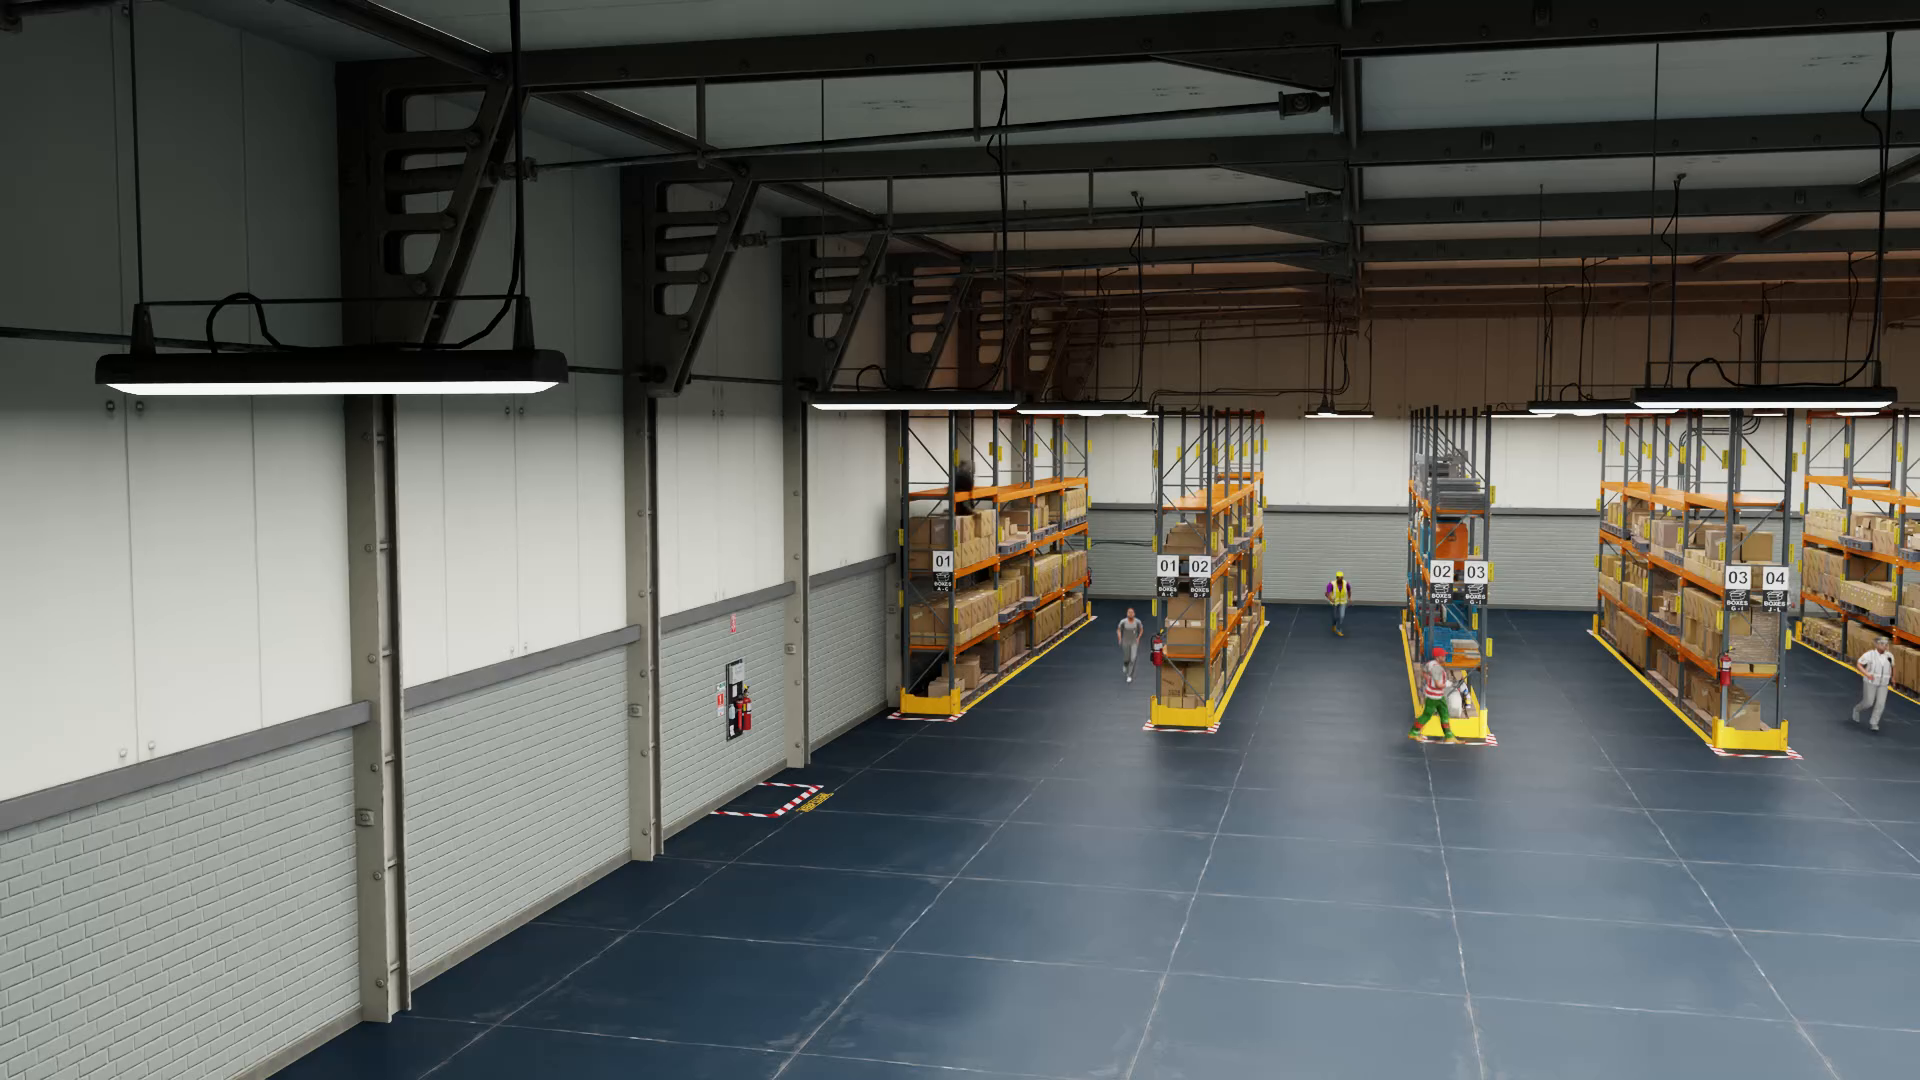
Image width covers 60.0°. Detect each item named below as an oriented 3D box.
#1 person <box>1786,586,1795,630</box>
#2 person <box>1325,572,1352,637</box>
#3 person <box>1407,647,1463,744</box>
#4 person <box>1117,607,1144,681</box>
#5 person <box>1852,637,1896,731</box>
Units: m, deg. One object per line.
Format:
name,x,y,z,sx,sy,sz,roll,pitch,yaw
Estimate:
person,21.883,1.700,44.344,0.644,1.710,0.686,-1,4,-14
person,10.093,1.686,44.404,0.704,1.718,0.805,0,4,4
person,8.299,2.725,29.070,0.944,1.742,0.692,2,4,22
person,3.771,2.288,36.804,0.577,1.625,0.616,0,4,0
person,17.058,2.642,30.940,0.710,1.733,0.766,0,4,5
